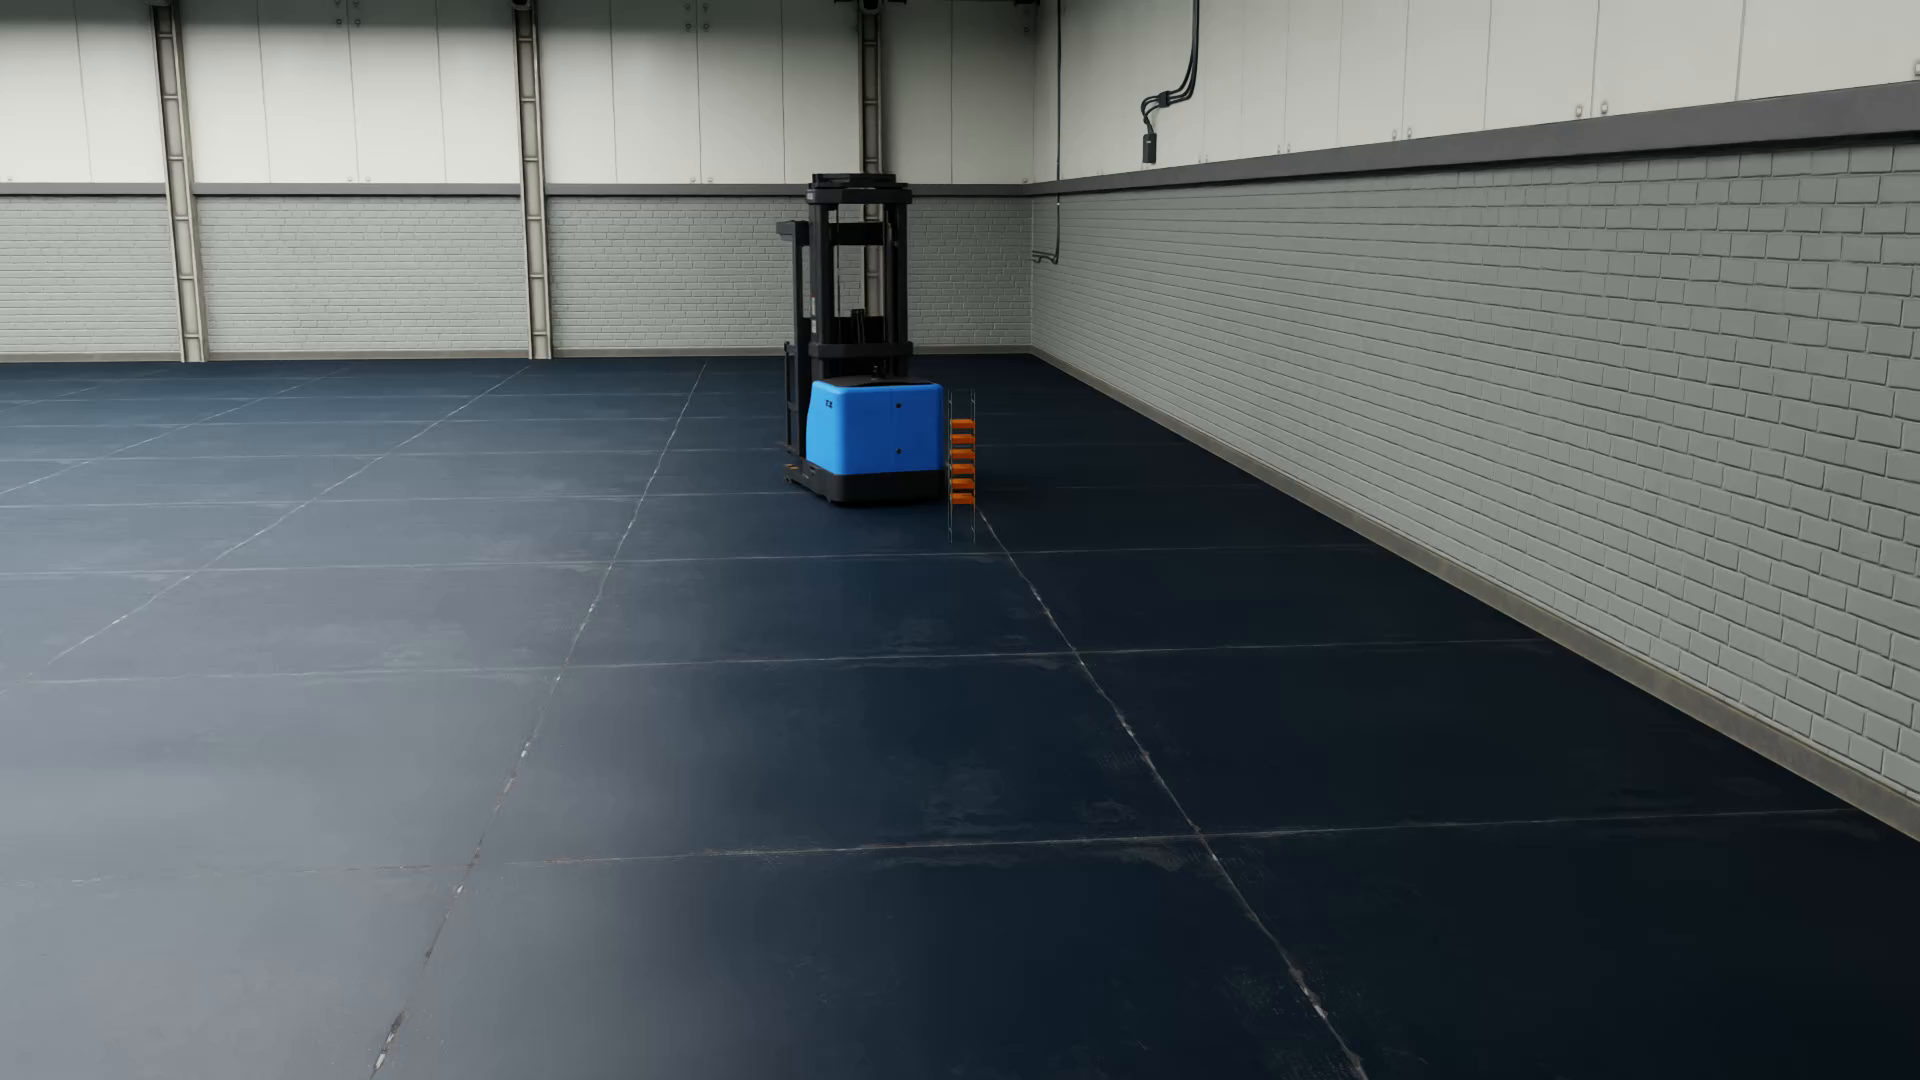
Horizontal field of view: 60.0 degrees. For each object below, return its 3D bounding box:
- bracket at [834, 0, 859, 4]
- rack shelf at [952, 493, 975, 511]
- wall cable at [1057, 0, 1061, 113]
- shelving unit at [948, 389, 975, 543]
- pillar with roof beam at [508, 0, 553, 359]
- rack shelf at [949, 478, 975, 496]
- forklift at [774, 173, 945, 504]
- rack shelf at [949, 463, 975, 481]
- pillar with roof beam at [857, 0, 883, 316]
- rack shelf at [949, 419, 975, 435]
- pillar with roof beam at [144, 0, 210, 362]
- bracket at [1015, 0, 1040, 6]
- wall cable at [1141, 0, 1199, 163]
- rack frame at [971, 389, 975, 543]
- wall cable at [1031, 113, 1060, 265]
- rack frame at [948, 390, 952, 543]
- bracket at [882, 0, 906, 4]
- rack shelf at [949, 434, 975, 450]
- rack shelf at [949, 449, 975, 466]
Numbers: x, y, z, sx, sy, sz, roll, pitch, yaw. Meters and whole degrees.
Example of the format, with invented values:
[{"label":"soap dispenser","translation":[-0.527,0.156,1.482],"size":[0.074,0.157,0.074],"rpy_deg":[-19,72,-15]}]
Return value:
[{"label":"bracket","translation":[-1.990,-9.521,29.139],"size":[0.430,0.232,0.235],"rpy_deg":[-1,11,-6]},{"label":"rack shelf","translation":[0.014,-0.310,13.309],"size":[0.180,0.103,0.258],"rpy_deg":[-1,11,-6]},{"label":"wall cable","translation":[1.748,-8.075,26.072],"size":[0.112,2.526,3.097],"rpy_deg":[-1,11,-6]},{"label":"shelving unit","translation":[0.014,-0.589,13.254],"size":[0.189,1.200,0.258],"rpy_deg":[-1,11,-6]},{"label":"pillar with roof beam","translation":[-7.116,-6.881,25.041],"size":[0.548,9.000,9.100],"rpy_deg":[-1,11,-6]},{"label":"rack shelf","translation":[0.014,-0.428,13.286],"size":[0.180,0.103,0.258],"rpy_deg":[-1,11,-6]},{"label":"forklift","translation":[-1.118,-2.007,15.981],"size":[1.130,2.935,3.031],"rpy_deg":[-4,12,-20]},{"label":"rack shelf","translation":[0.014,-0.545,13.262],"size":[0.180,0.103,0.258],"rpy_deg":[-1,11,-6]},{"label":"pillar with roof beam","translation":[-1.151,-7.006,25.677],"size":[0.548,9.000,9.100],"rpy_deg":[-1,11,-6]},{"label":"rack shelf","translation":[0.014,-0.899,13.193],"size":[0.180,0.103,0.258],"rpy_deg":[-1,11,-6]},{"label":"pillar with roof beam","translation":[-13.081,-6.756,24.406],"size":[0.548,9.000,9.100],"rpy_deg":[-1,11,-6]},{"label":"bracket","translation":[1.191,-9.588,29.478],"size":[0.430,0.232,0.235],"rpy_deg":[-1,11,-6]},{"label":"wall cable","translation":[2.465,-7.487,19.308],"size":[0.169,6.003,2.305],"rpy_deg":[-1,11,-6]},{"label":"rack frame","translation":[0.105,-0.591,13.263],"size":[0.006,1.200,0.240],"rpy_deg":[-1,11,-6]},{"label":"wall cable","translation":[1.456,-6.116,29.198],"size":[0.112,2.526,3.097],"rpy_deg":[-1,11,-6]},{"label":"rack frame","translation":[-0.077,-0.587,13.244],"size":[0.006,1.200,0.240],"rpy_deg":[-1,11,-6]},{"label":"bracket","translation":[-1.165,-9.538,29.227],"size":[0.430,0.232,0.235],"rpy_deg":[-1,11,-6]},{"label":"rack shelf","translation":[0.014,-0.781,13.216],"size":[0.180,0.103,0.258],"rpy_deg":[-1,11,-6]},{"label":"rack shelf","translation":[0.014,-0.663,13.239],"size":[0.180,0.103,0.258],"rpy_deg":[-1,11,-6]}]
